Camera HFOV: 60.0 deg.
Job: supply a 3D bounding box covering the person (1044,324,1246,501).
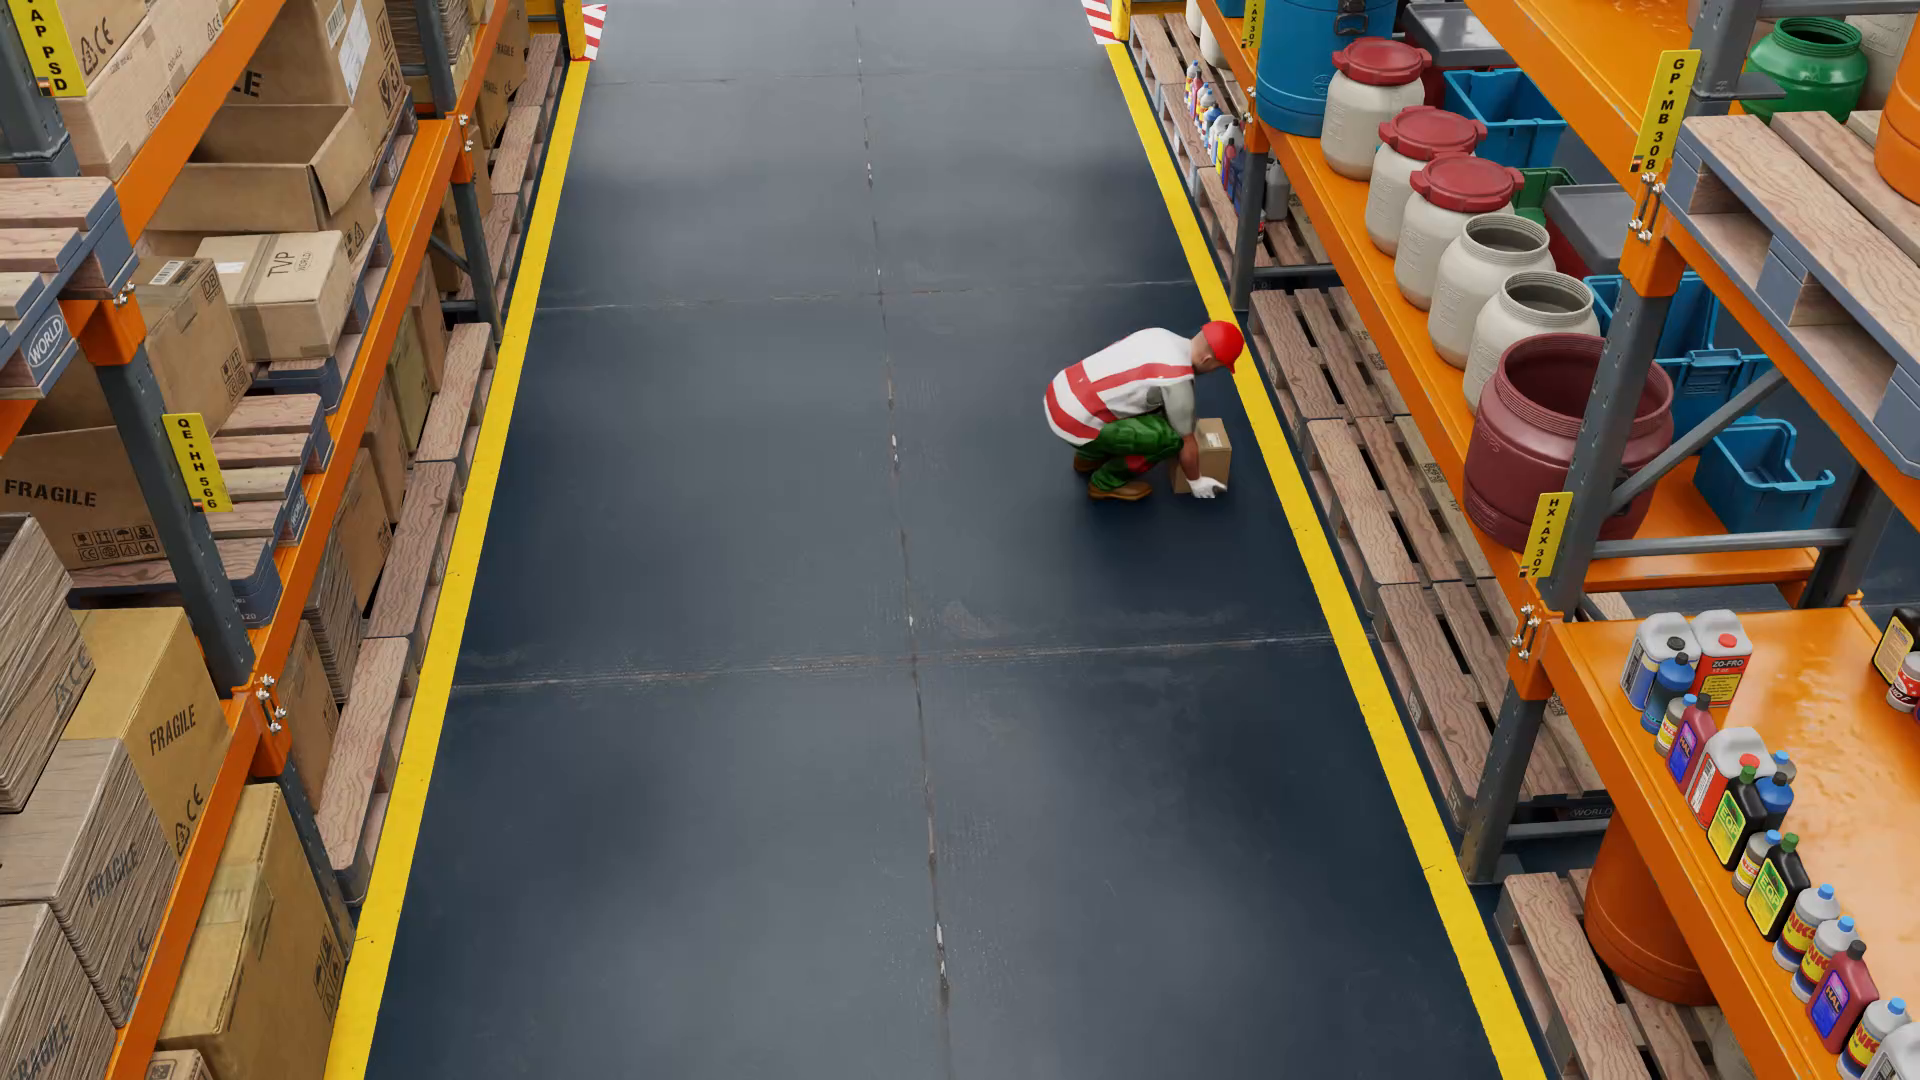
[{"bbox_3d":[0.847,-0.570,7.711,0.916,0.875,0.539,-3,39,-4],"label":"person"}]
